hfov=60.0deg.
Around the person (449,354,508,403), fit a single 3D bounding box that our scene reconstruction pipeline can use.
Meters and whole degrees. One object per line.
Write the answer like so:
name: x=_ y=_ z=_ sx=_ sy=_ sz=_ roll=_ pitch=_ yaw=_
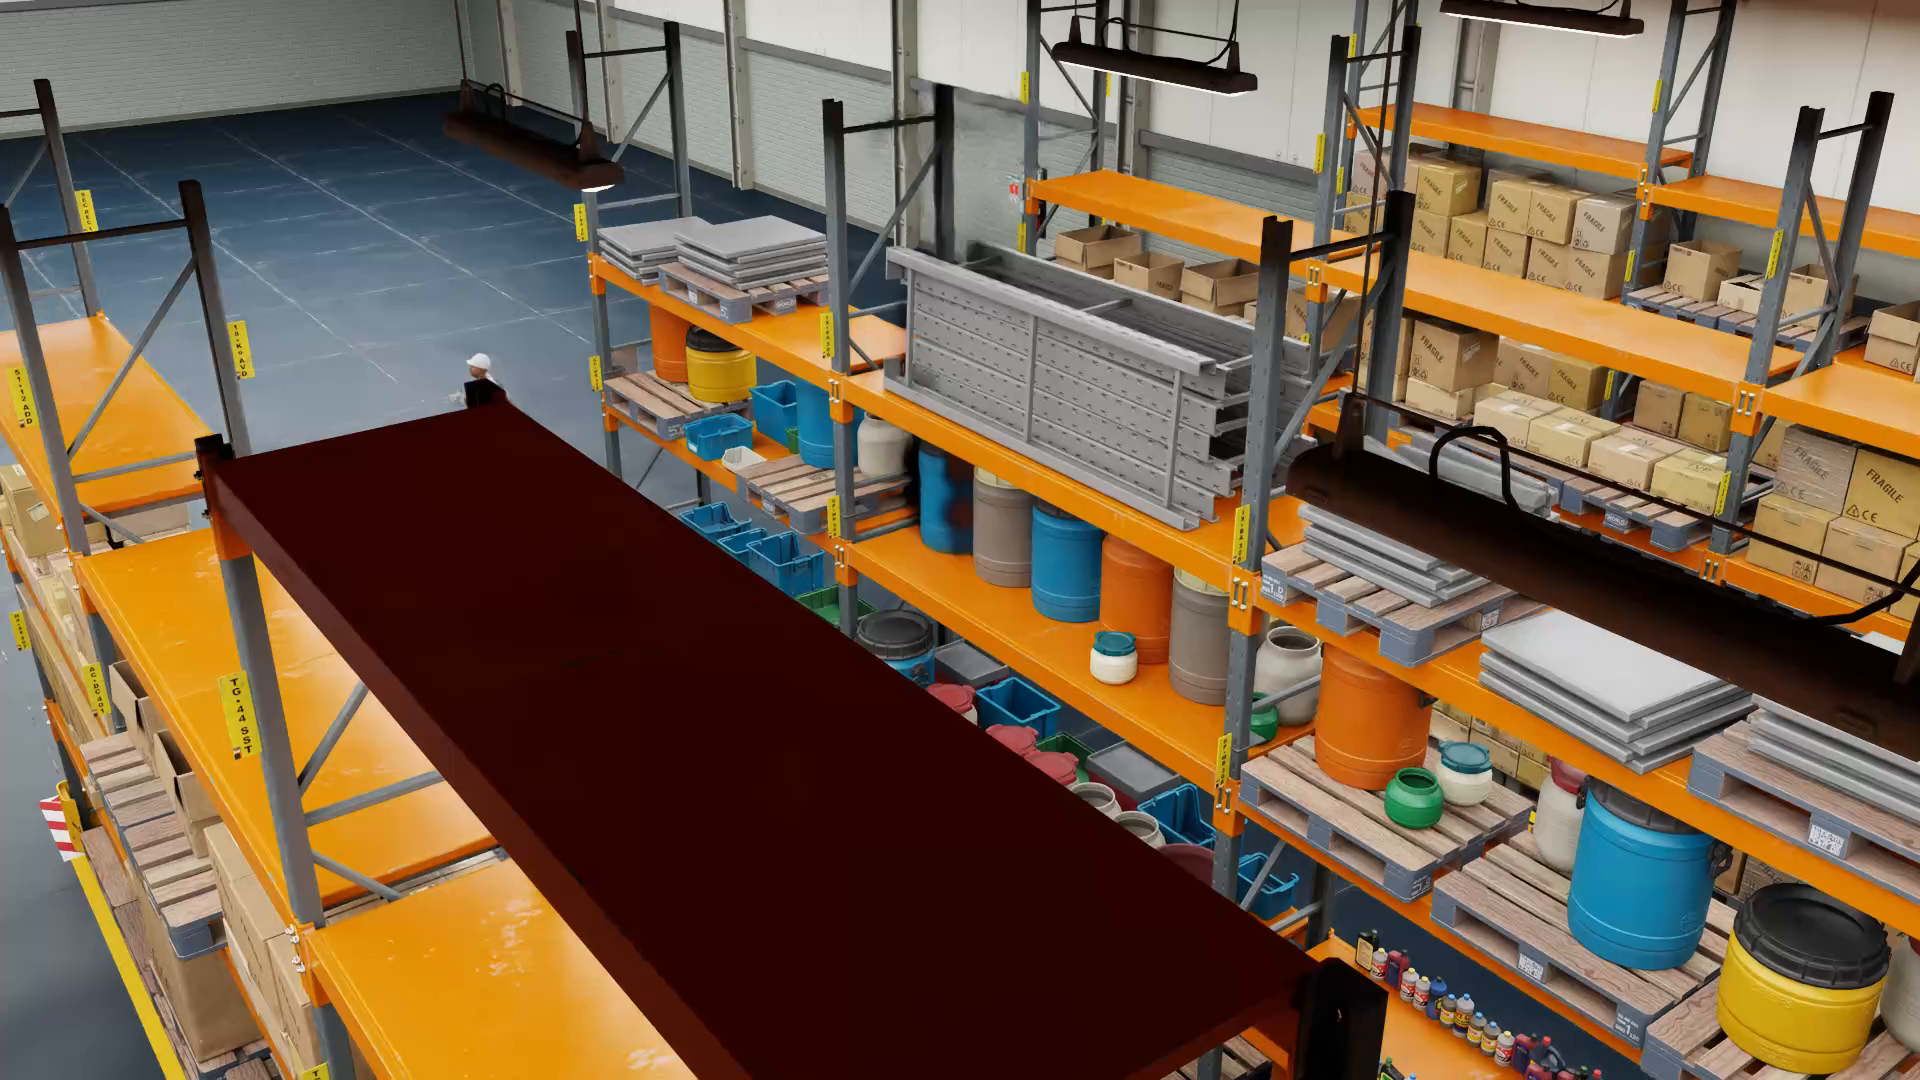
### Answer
person: x=-5.635 y=-1.325 z=19.722 sx=0.735 sy=1.835 sz=0.654 roll=-7 pitch=26 yaw=-14
